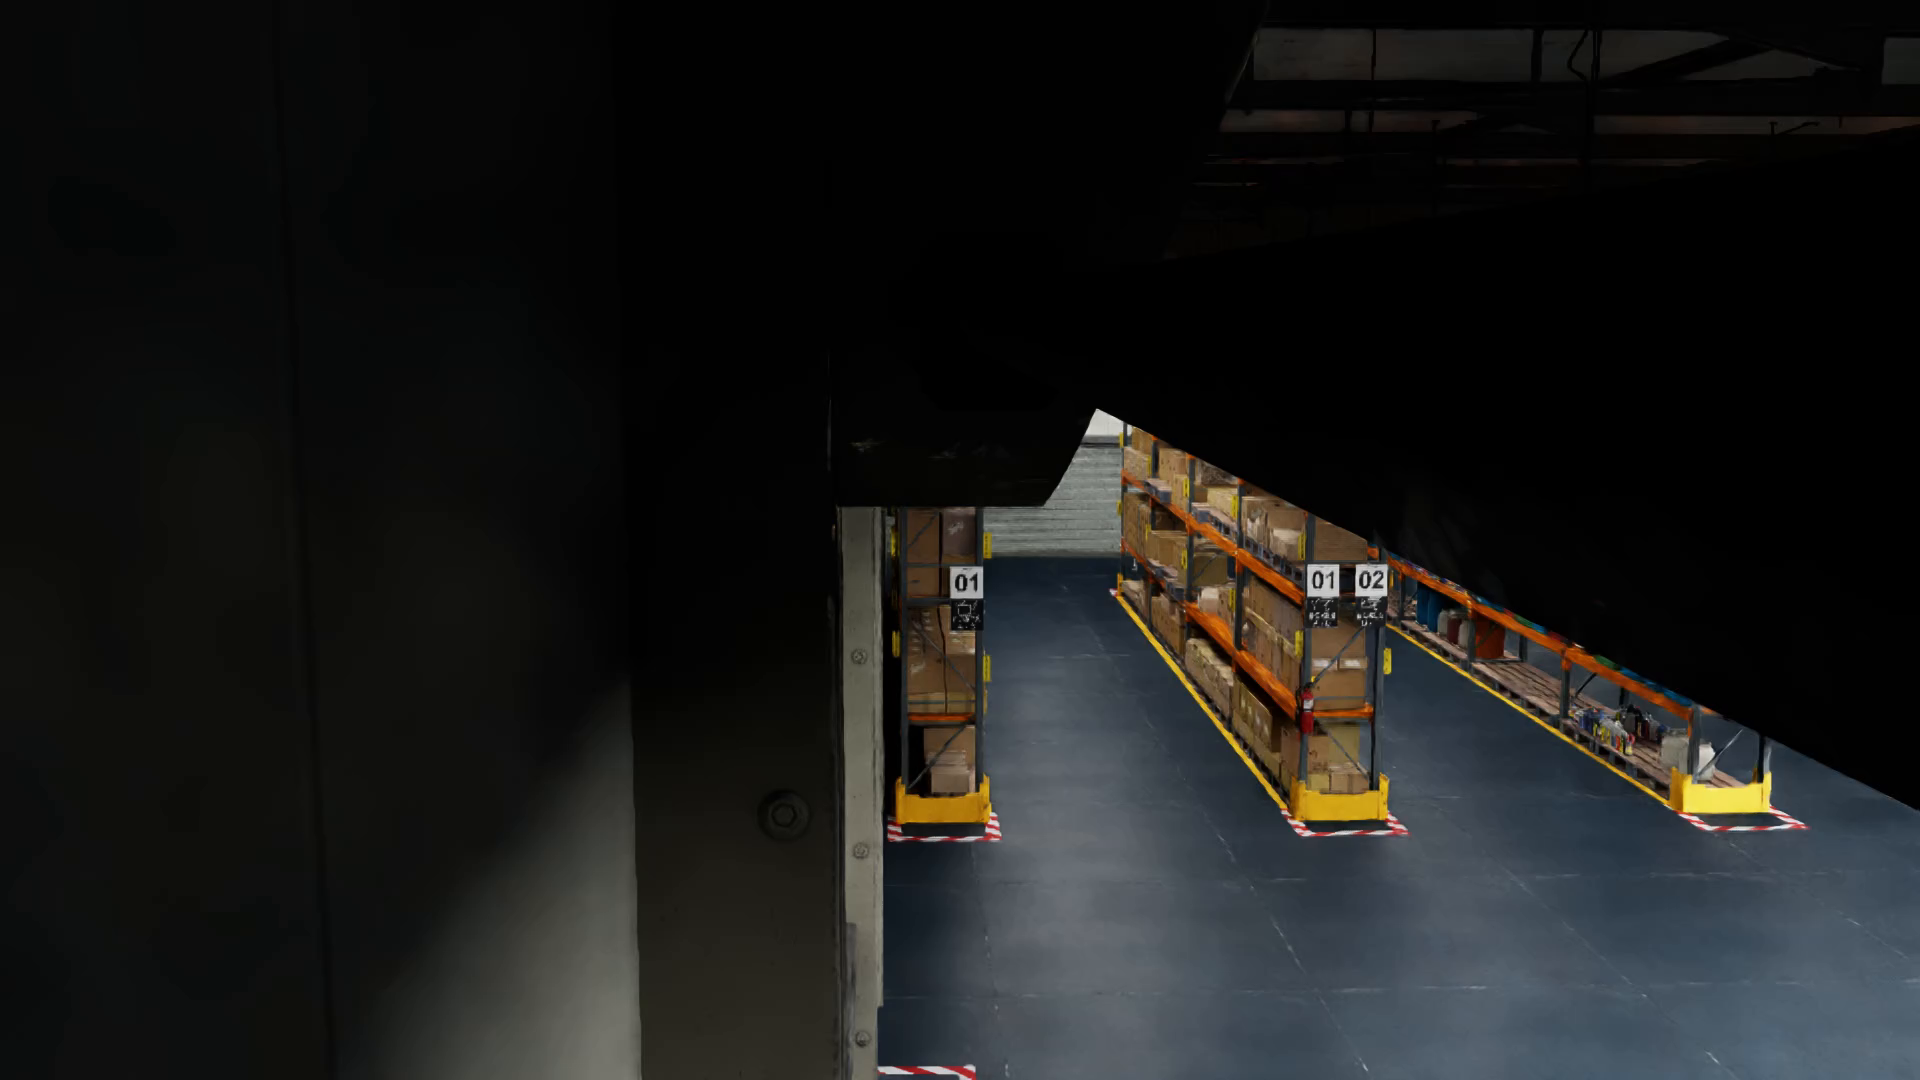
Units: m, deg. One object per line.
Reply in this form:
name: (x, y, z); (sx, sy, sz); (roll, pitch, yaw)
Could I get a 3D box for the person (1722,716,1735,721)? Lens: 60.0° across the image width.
person: (11.527, 1.966, 25.526); (0.656, 1.581, 0.818); (-3, 8, -19)

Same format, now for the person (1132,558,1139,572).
person: (4.444, -0.019, 39.505); (0.639, 1.606, 0.807); (-3, 8, -19)
